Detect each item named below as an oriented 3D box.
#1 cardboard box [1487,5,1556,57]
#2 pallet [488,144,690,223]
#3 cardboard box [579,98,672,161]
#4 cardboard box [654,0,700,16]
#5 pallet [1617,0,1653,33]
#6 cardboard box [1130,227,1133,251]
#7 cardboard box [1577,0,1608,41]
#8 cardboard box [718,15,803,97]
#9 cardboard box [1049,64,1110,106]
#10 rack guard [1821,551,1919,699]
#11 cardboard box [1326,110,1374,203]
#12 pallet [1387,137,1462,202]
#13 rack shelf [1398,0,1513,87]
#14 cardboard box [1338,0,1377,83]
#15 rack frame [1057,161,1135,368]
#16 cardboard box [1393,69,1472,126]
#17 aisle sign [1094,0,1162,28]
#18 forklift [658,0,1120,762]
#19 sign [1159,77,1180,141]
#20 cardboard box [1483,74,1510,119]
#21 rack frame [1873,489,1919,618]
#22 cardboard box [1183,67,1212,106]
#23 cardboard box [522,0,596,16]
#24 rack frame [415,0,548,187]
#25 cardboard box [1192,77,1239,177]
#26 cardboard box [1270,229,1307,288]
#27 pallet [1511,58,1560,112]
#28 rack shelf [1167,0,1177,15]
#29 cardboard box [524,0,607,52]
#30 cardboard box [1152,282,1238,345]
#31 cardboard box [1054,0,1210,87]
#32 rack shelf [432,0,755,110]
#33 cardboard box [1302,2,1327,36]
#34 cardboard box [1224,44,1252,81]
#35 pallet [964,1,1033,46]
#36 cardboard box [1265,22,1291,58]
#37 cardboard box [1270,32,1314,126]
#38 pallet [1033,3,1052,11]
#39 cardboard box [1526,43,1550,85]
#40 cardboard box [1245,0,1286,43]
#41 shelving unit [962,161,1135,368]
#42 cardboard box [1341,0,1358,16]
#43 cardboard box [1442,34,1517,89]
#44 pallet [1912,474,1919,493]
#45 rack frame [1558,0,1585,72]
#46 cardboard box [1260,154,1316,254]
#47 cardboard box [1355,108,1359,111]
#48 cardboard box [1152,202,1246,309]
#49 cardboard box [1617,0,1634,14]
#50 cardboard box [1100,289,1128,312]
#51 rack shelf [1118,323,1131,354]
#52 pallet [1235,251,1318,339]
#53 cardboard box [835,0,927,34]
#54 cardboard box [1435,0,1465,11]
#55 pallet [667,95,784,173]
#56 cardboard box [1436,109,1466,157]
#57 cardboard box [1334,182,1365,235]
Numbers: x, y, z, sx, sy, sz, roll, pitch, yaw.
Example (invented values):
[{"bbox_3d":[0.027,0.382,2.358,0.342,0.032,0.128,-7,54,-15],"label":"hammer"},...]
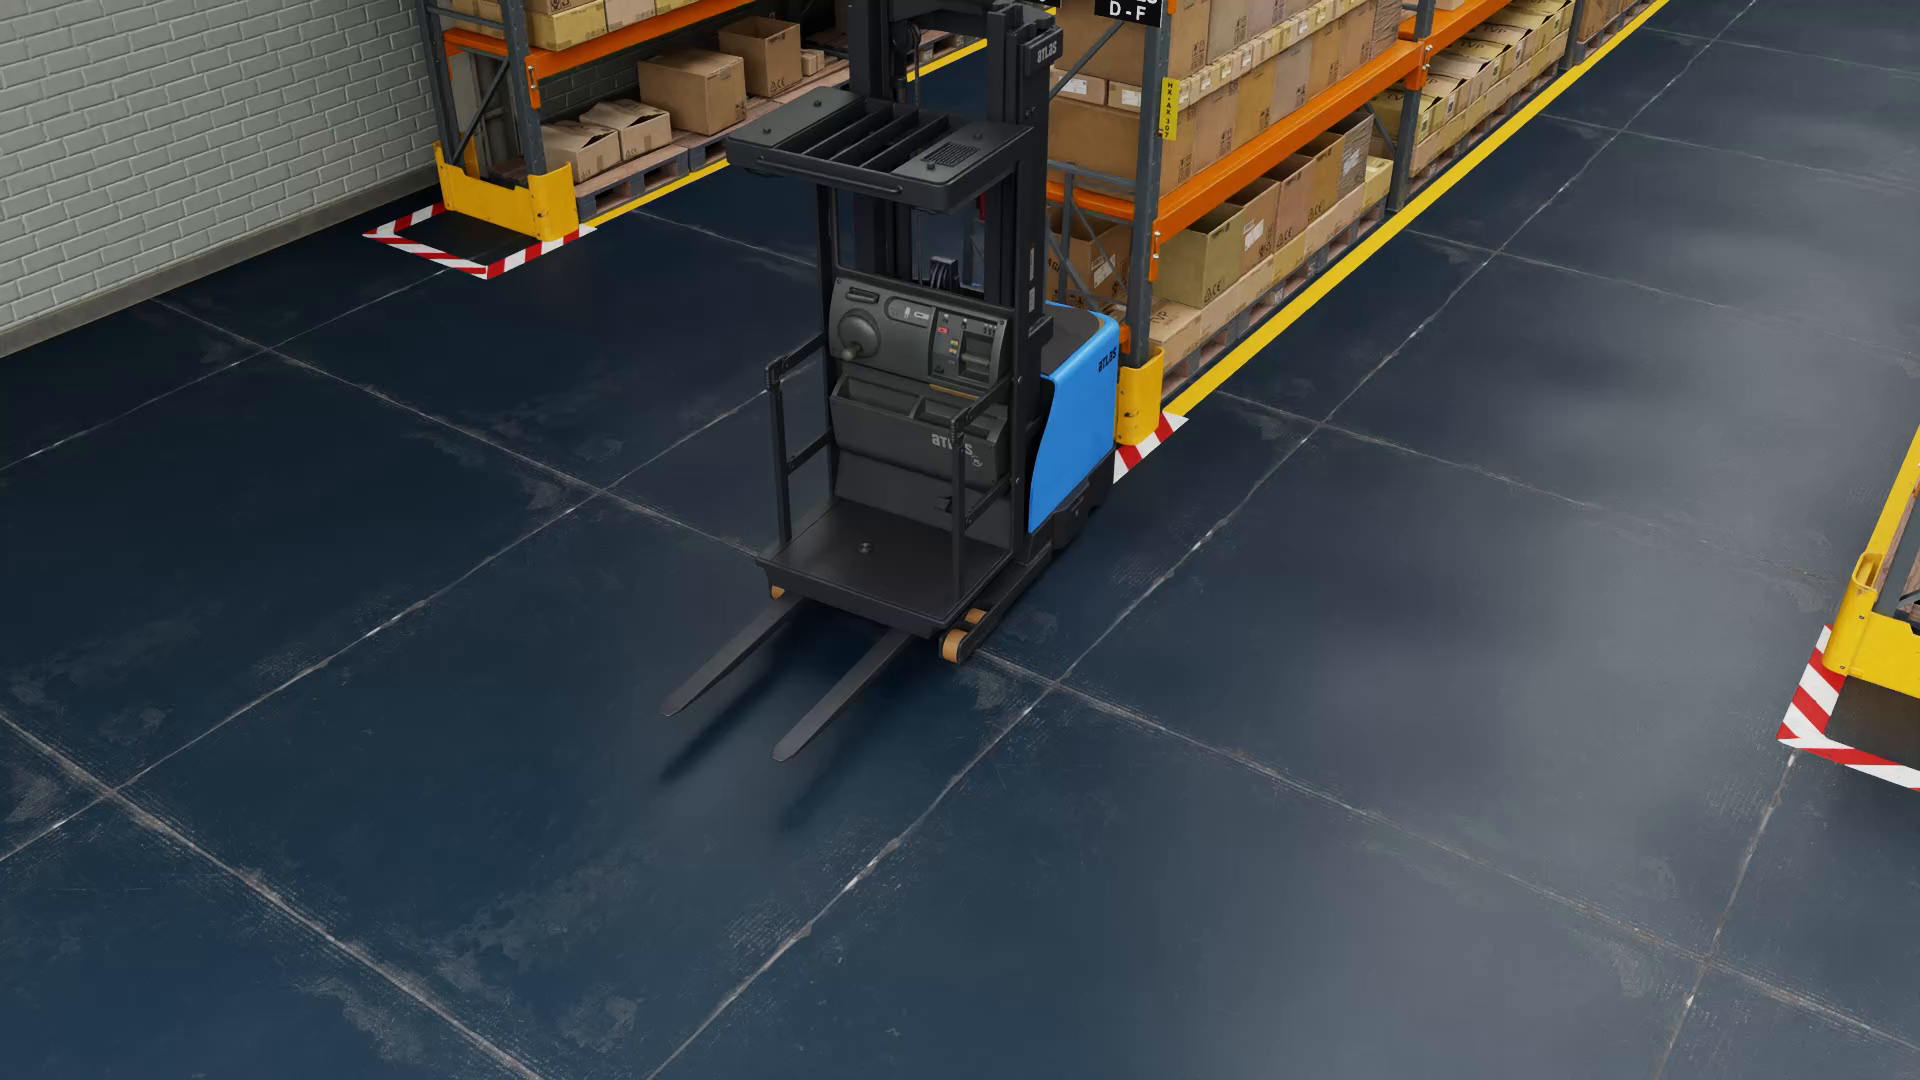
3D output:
[{"bbox_3d":[4.823,-4.446,14.401,0.500,0.311,0.500,21,39,28],"label":"cardboard box"},{"bbox_3d":[-2.887,-2.881,12.997,1.003,0.211,1.213,21,39,28],"label":"pallet"},{"bbox_3d":[-2.629,-3.259,13.075,0.500,0.311,0.500,25,41,32],"label":"cardboard box"},{"bbox_3d":[-2.304,-4.184,12.551,0.500,0.250,0.500,21,39,27],"label":"cardboard box"},{"bbox_3d":[6.363,-5.475,16.834,1.003,0.211,1.213,21,39,28],"label":"pallet"},{"bbox_3d":[1.268,-2.210,10.927,0.500,0.500,0.500,21,39,28],"label":"cardboard box"},{"bbox_3d":[5.705,-5.005,15.487,0.500,0.500,0.500,23,40,30],"label":"cardboard box"},{"bbox_3d":[-1.701,-4.136,14.202,0.500,0.500,0.500,18,38,25],"label":"cardboard box"},{"bbox_3d":[0.710,-2.605,9.432,0.380,0.149,0.250,21,39,27],"label":"cardboard box"},{"bbox_3d":[4.721,0.511,7.723,1.175,0.500,0.348,21,39,28],"label":"rack guard"},{"bbox_3d":[2.550,-2.735,11.702,0.500,0.500,0.500,21,39,28],"label":"cardboard box"},{"bbox_3d":[3.318,-3.095,13.314,1.003,0.211,1.213,21,39,28],"label":"pallet"},{"bbox_3d":[4.070,-4.521,13.576,1.077,0.370,4.000,21,39,28],"label":"rack shelf"},{"bbox_3d":[2.386,-3.489,11.318,0.700,0.500,0.500,21,39,28],"label":"cardboard box"},{"bbox_3d":[0.786,-1.395,9.592,0.500,1.500,0.032,19,31,29],"label":"rack frame"},{"bbox_3d":[3.660,-3.505,13.011,0.500,0.311,0.500,21,39,28],"label":"cardboard box"},{"bbox_3d":[0.863,-3.007,8.374,0.394,0.787,0.004,21,39,28],"label":"aisle sign"},{"bbox_3d":[-0.308,-0.910,7.654,1.130,2.935,3.031,18,38,24],"label":"forklift"},{"bbox_3d":[1.101,-2.269,8.760,0.100,0.325,0.005,21,39,28],"label":"sign"},{"bbox_3d":[4.240,-3.748,13.870,0.500,0.250,0.500,22,40,29],"label":"cardboard box"},{"bbox_3d":[4.716,-0.474,6.949,1.000,3.000,0.127,21,39,28],"label":"rack frame"},{"bbox_3d":[1.198,-2.602,9.428,0.380,0.149,0.250,20,39,27],"label":"cardboard box"},{"bbox_3d":[-2.904,-4.019,11.638,0.500,0.500,0.500,21,39,28],"label":"cardboard box"},{"bbox_3d":[-3.423,-3.639,11.628,1.000,3.000,0.127,21,39,28],"label":"rack frame"},{"bbox_3d":[1.221,-2.553,9.935,0.700,0.500,0.500,22,40,29],"label":"cardboard box"},{"bbox_3d":[1.994,-1.959,11.224,0.500,0.250,0.500,21,39,28],"label":"cardboard box"},{"bbox_3d":[4.709,-4.218,14.975,1.003,0.211,1.213,21,39,28],"label":"pallet"},{"bbox_3d":[1.789,-3.923,10.014,1.077,0.370,4.000,21,39,28],"label":"rack shelf"},{"bbox_3d":[-2.884,-3.708,11.847,0.500,0.250,0.500,20,39,27],"label":"cardboard box"},{"bbox_3d":[1.420,-1.500,10.546,0.500,0.250,0.500,21,39,28],"label":"cardboard box"},{"bbox_3d":[0.956,-2.872,9.247,0.700,0.500,0.500,21,40,28],"label":"cardboard box"},{"bbox_3d":[-2.282,-4.261,13.191,1.077,0.370,4.000,21,39,28],"label":"rack shelf"},{"bbox_3d":[2.076,-3.308,10.472,0.380,0.149,0.250,23,40,30],"label":"cardboard box"},{"bbox_3d":[1.487,-2.832,9.768,0.380,0.149,0.250,21,39,28],"label":"cardboard box"},{"bbox_3d":[-0.004,-5.247,16.496,1.003,0.211,1.213,21,39,28],"label":"pallet"},{"bbox_3d":[1.782,-3.073,10.124,0.380,0.149,0.250,21,39,28],"label":"cardboard box"},{"bbox_3d":[1.806,-3.024,10.630,0.700,0.500,0.500,23,40,30],"label":"cardboard box"},{"bbox_3d":[0.692,-5.806,17.323,1.003,0.211,1.213,21,39,28],"label":"pallet"},{"bbox_3d":[4.820,-4.216,14.562,0.500,0.250,0.500,21,39,28],"label":"cardboard box"},{"bbox_3d":[1.538,-3.348,9.951,0.700,0.500,0.500,21,40,28],"label":"cardboard box"},{"bbox_3d":[0.506,-1.216,9.219,0.587,1.500,1.083,19,31,29],"label":"shelving unit"},{"bbox_3d":[2.369,-3.548,10.826,0.380,0.149,0.250,21,39,28],"label":"cardboard box"},{"bbox_3d":[4.245,-3.985,13.719,0.500,0.311,0.500,22,40,29],"label":"cardboard box"},{"bbox_3d":[5.885,-0.300,9.181,1.003,0.211,1.213,21,39,28],"label":"pallet"},{"bbox_3d":[5.210,-5.740,14.735,1.000,3.000,0.127,21,39,28],"label":"rack frame"},{"bbox_3d":[1.995,-2.269,11.013,0.500,0.500,0.500,21,39,28],"label":"cardboard box"},{"bbox_3d":[2.925,-3.444,12.920,0.500,0.311,0.500,21,39,28],"label":"cardboard box"},{"bbox_3d":[1.421,-1.810,10.335,0.500,0.500,0.500,21,39,28],"label":"cardboard box"},{"bbox_3d":[6.289,-5.477,16.185,0.500,0.500,0.500,21,39,28],"label":"cardboard box"},{"bbox_3d":[0.712,-1.434,10.448,0.500,0.250,0.500,21,39,28],"label":"cardboard box"},{"bbox_3d":[0.494,-1.052,9.294,0.538,0.185,1.000,19,31,29],"label":"rack shelf"},{"bbox_3d":[1.747,-1.827,11.439,1.003,0.211,1.213,21,39,28],"label":"pallet"},{"bbox_3d":[-0.736,-4.970,15.436,0.700,0.500,0.500,23,40,30],"label":"cardboard box"},{"bbox_3d":[3.603,-4.137,12.590,0.380,0.149,0.250,21,39,28],"label":"cardboard box"},{"bbox_3d":[-2.191,-3.440,13.824,1.003,0.211,1.213,21,39,28],"label":"pallet"},{"bbox_3d":[3.656,-3.275,13.171,0.500,0.250,0.500,22,40,29],"label":"cardboard box"},{"bbox_3d":[2.552,-2.424,11.912,0.500,0.250,0.500,21,39,28],"label":"cardboard box"}]
